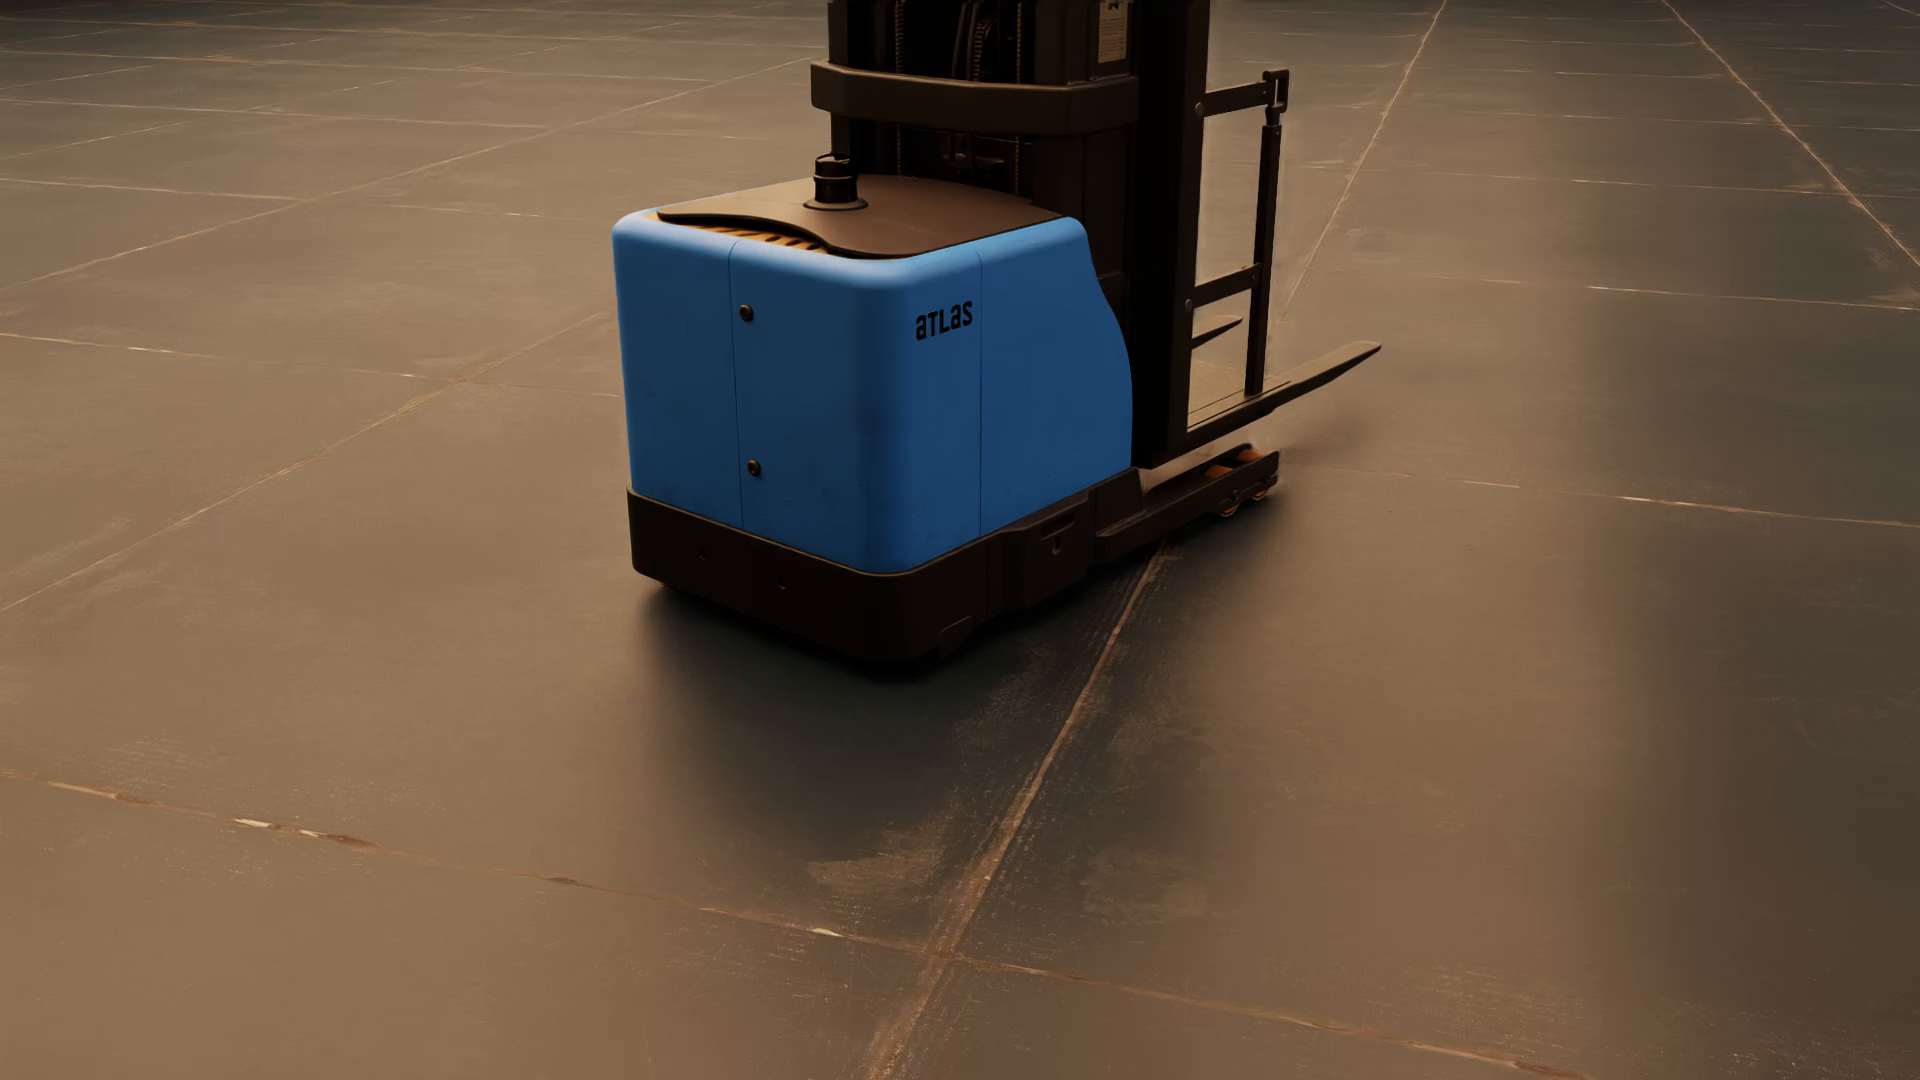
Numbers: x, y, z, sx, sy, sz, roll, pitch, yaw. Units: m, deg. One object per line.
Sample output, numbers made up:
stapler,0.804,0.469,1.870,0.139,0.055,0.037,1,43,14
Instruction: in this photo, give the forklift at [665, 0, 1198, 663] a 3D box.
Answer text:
forklift,0.173,-1.579,5.104,1.130,2.935,3.031,7,23,16
